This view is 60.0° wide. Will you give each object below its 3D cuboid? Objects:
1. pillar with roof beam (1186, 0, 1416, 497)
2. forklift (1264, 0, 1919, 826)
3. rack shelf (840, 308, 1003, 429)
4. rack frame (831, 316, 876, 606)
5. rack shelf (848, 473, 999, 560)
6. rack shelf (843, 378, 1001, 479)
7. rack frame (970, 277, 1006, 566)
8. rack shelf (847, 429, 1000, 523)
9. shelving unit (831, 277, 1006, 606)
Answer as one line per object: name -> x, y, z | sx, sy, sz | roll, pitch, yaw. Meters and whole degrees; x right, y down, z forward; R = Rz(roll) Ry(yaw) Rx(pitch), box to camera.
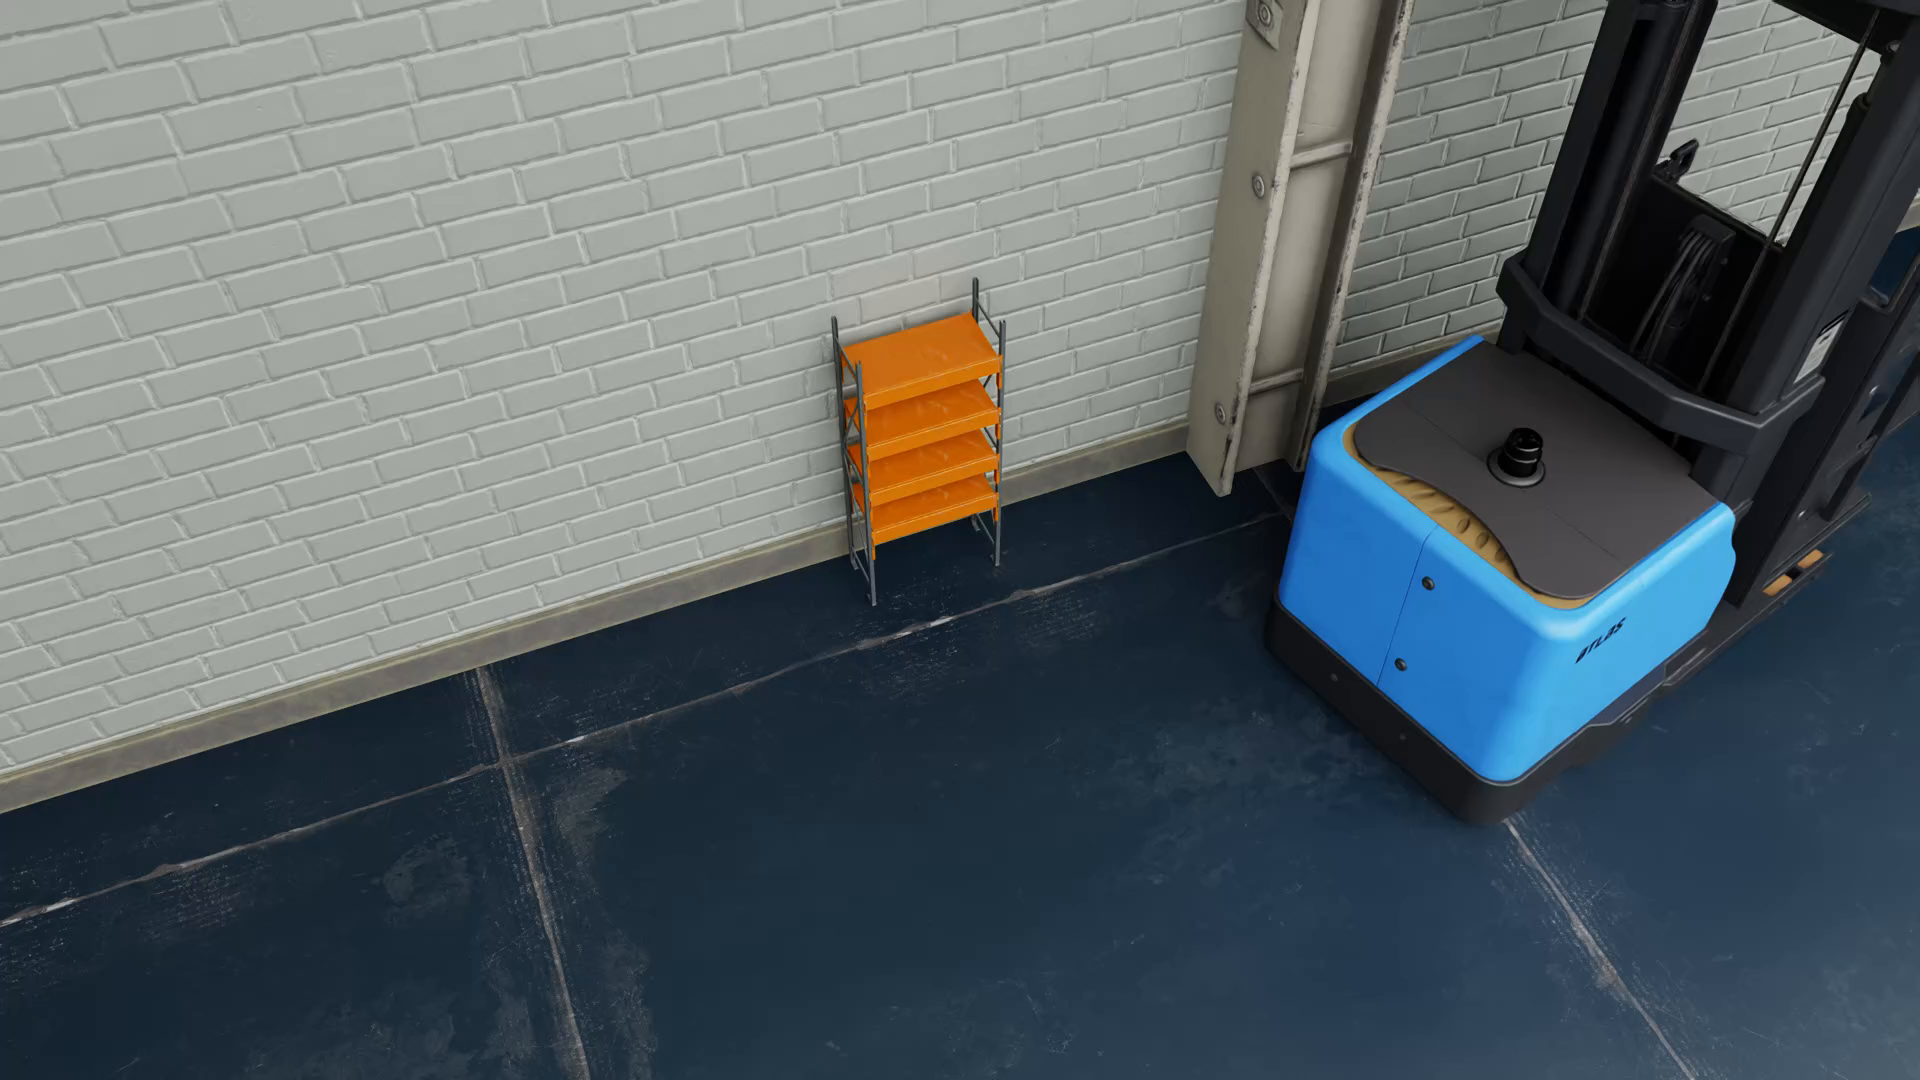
pillar with roof beam -> 2.747, -0.238, 0.523 | 0.400, 9.000, 9.100 | -17, 52, -14
forklift -> 2.543, -0.975, 5.155 | 3.031, 2.935, 1.130 | -31, 56, -24
rack shelf -> -0.132, -0.563, 5.424 | 0.480, 0.148, 0.258 | -18, 52, -15
rack frame -> -0.357, -0.235, 5.661 | 0.015, 1.200, 0.240 | -18, 52, -15
rack shelf -> -0.132, -0.134, 5.924 | 0.480, 0.148, 0.258 | -18, 52, -15
rack shelf -> -0.132, -0.409, 5.604 | 0.480, 0.148, 0.258 | -18, 52, -15
rack frame -> 0.093, -0.378, 5.784 | 0.015, 1.200, 0.240 | -18, 52, -15
rack shelf -> -0.132, -0.263, 5.773 | 0.480, 0.148, 0.258 | -18, 52, -15
shelving unit -> -0.132, -0.307, 5.722 | 0.503, 1.200, 0.258 | -18, 52, -15
